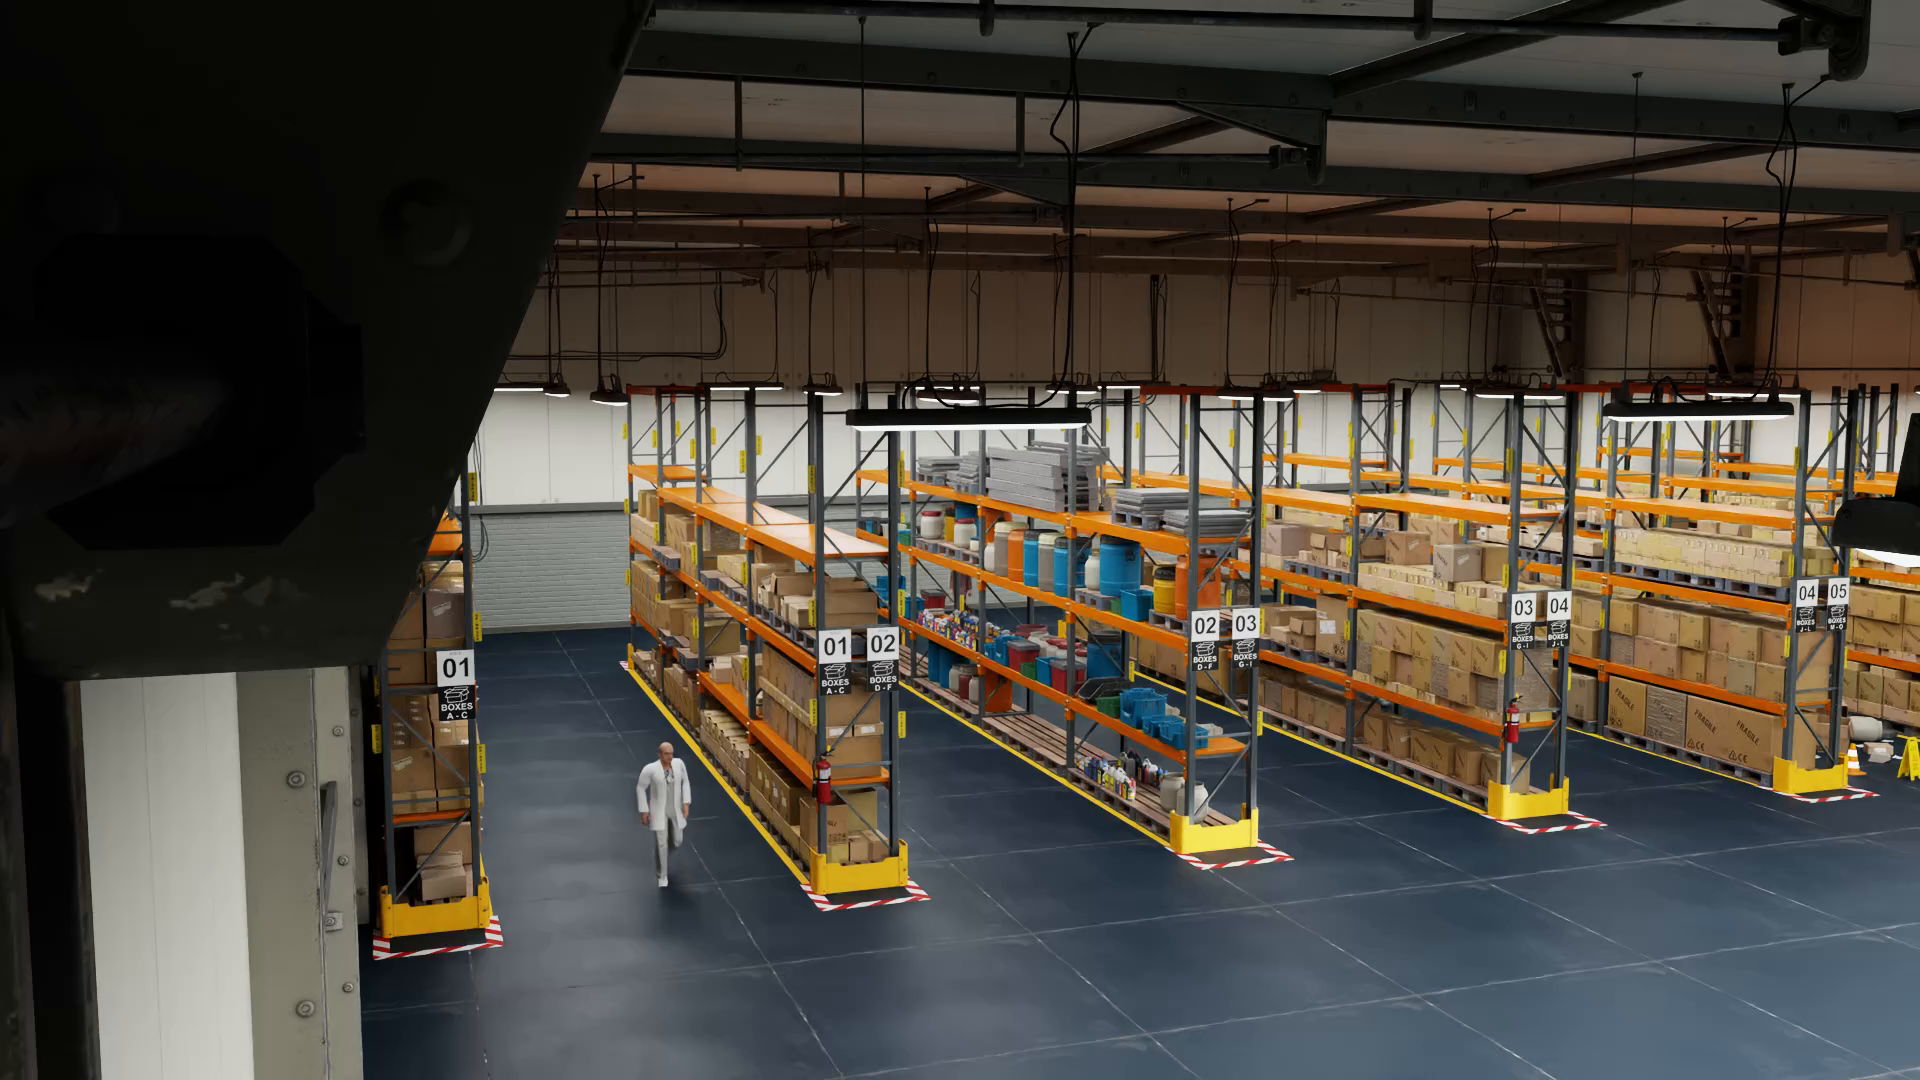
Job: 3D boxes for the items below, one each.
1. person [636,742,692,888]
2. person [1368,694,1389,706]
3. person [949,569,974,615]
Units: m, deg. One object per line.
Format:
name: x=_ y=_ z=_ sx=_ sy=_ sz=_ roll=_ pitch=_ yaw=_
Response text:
person: x=-3.684 y=3.343 z=20.570 sx=0.681 sy=1.766 sz=0.707 roll=-4 pitch=7 yaw=-34
person: x=7.872 y=2.267 z=31.453 sx=0.565 sy=1.656 sz=1.039 roll=-2 pitch=6 yaw=-15
person: x=0.019 y=1.229 z=41.176 sx=0.553 sy=1.693 sz=1.085 roll=5 pitch=8 yaw=42
